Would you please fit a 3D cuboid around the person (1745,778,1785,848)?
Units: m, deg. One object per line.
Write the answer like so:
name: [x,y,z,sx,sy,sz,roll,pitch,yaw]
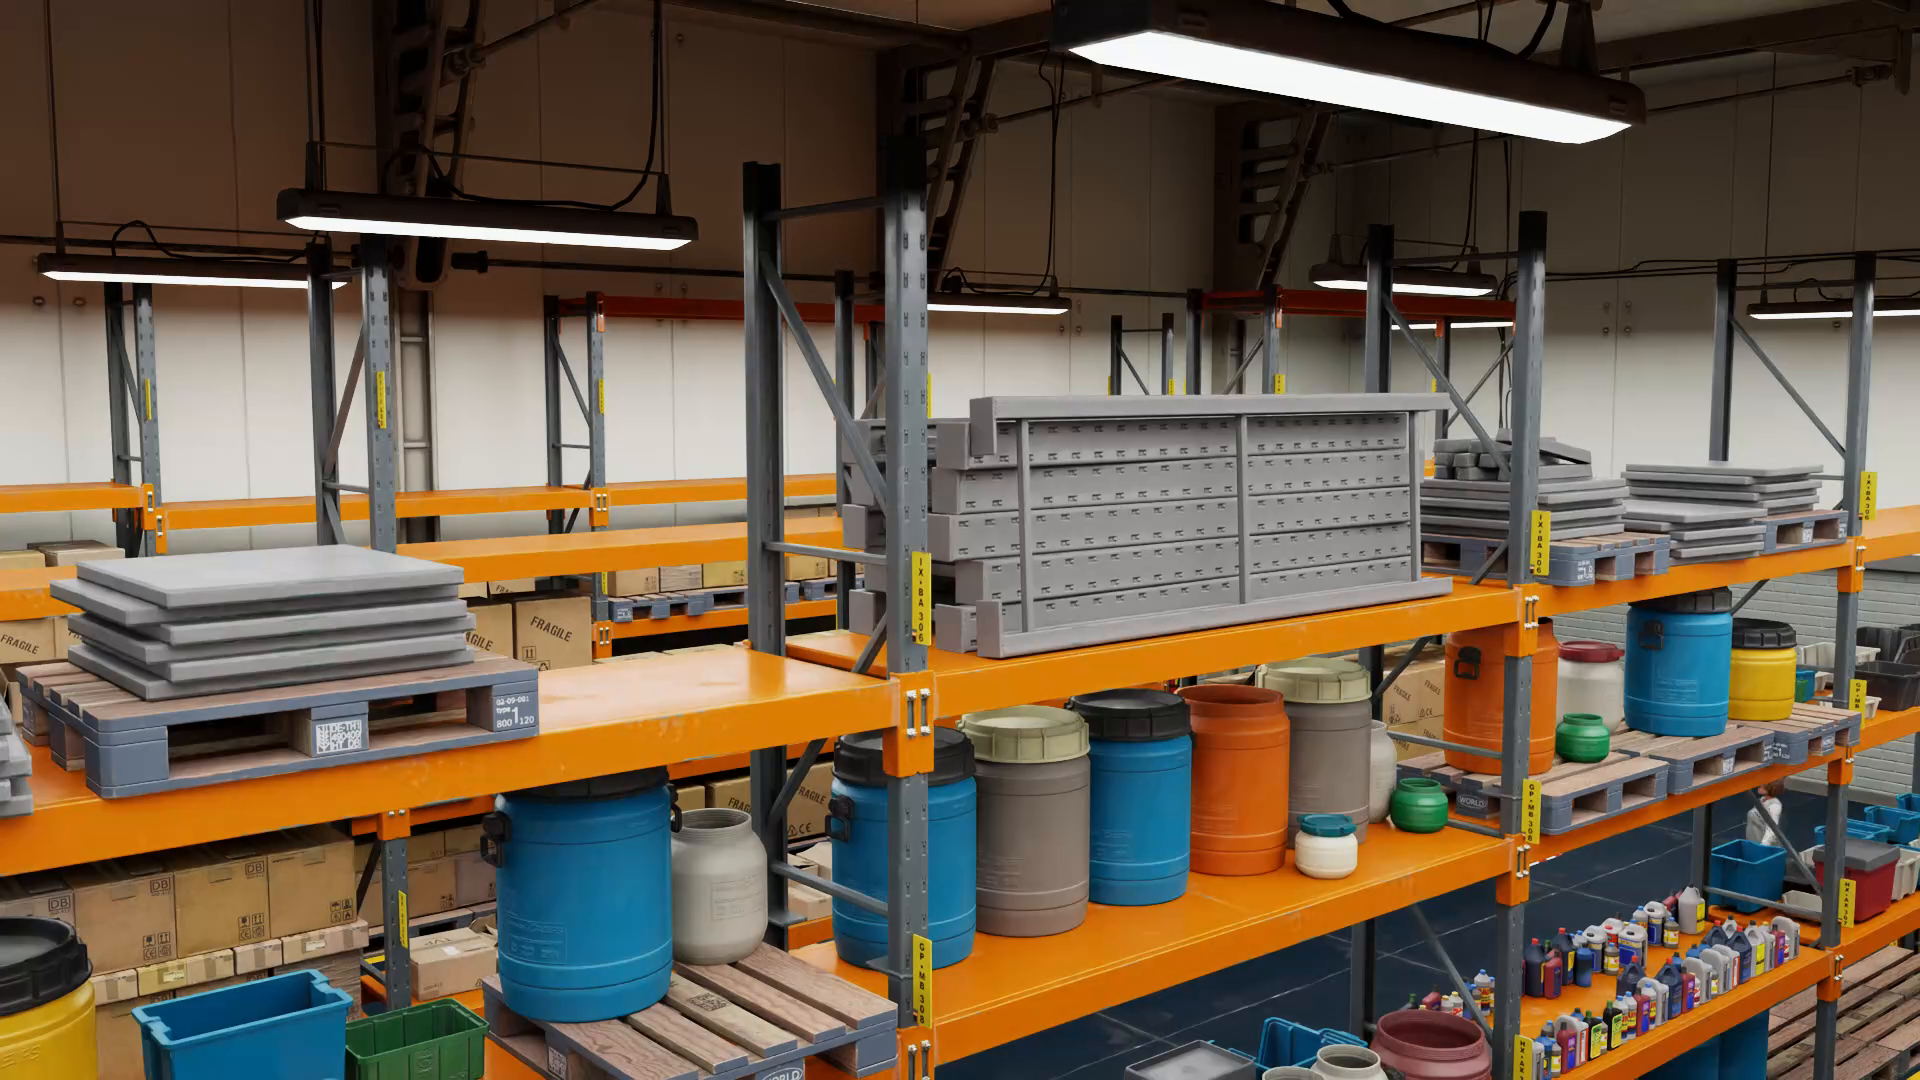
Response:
person: [7.456,2.912,15.403,0.903,1.545,0.412,-2,6,-18]
